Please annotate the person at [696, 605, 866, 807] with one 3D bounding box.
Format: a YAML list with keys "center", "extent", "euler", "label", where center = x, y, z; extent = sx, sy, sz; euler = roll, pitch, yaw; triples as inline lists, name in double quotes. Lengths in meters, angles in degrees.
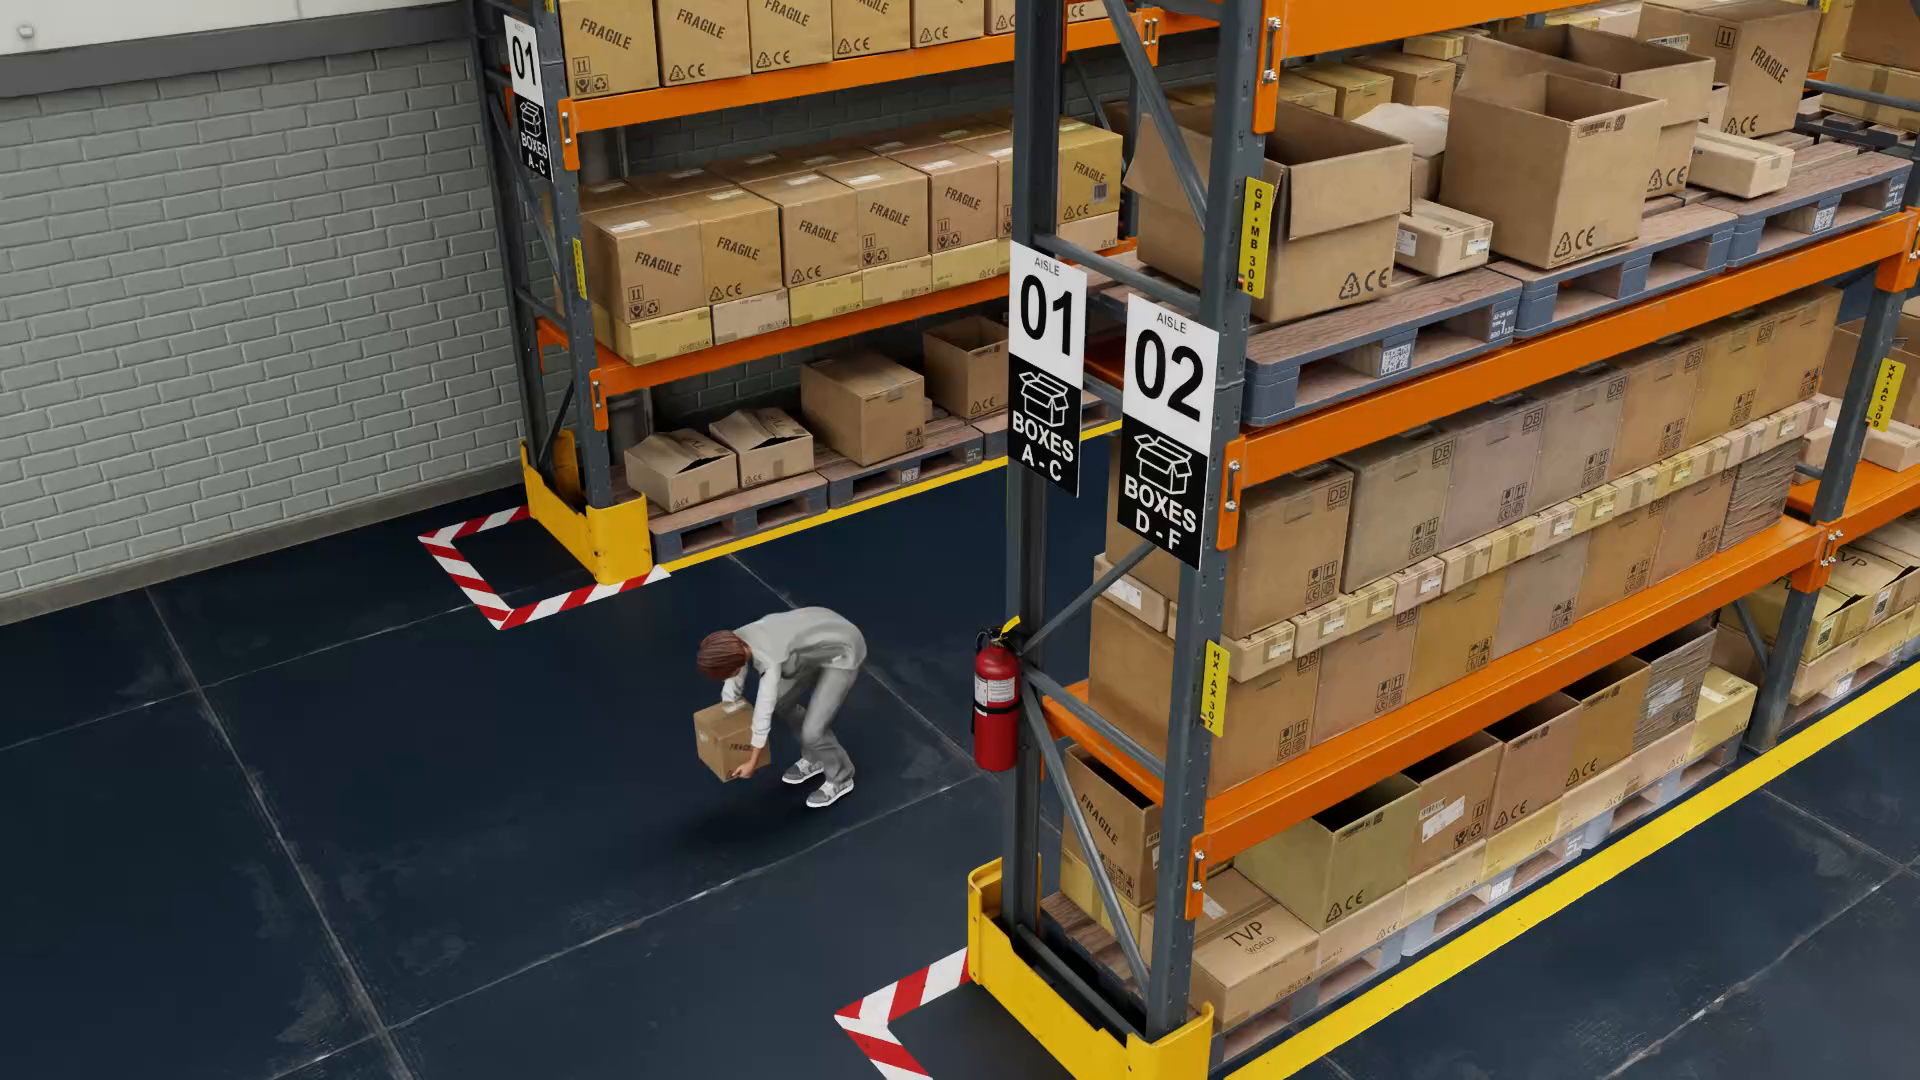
- center: [-0.821, 0.781, 7.768]
  extent: [0.850, 1.074, 0.409]
  euler: [-21, 35, -33]
  label: "person"
